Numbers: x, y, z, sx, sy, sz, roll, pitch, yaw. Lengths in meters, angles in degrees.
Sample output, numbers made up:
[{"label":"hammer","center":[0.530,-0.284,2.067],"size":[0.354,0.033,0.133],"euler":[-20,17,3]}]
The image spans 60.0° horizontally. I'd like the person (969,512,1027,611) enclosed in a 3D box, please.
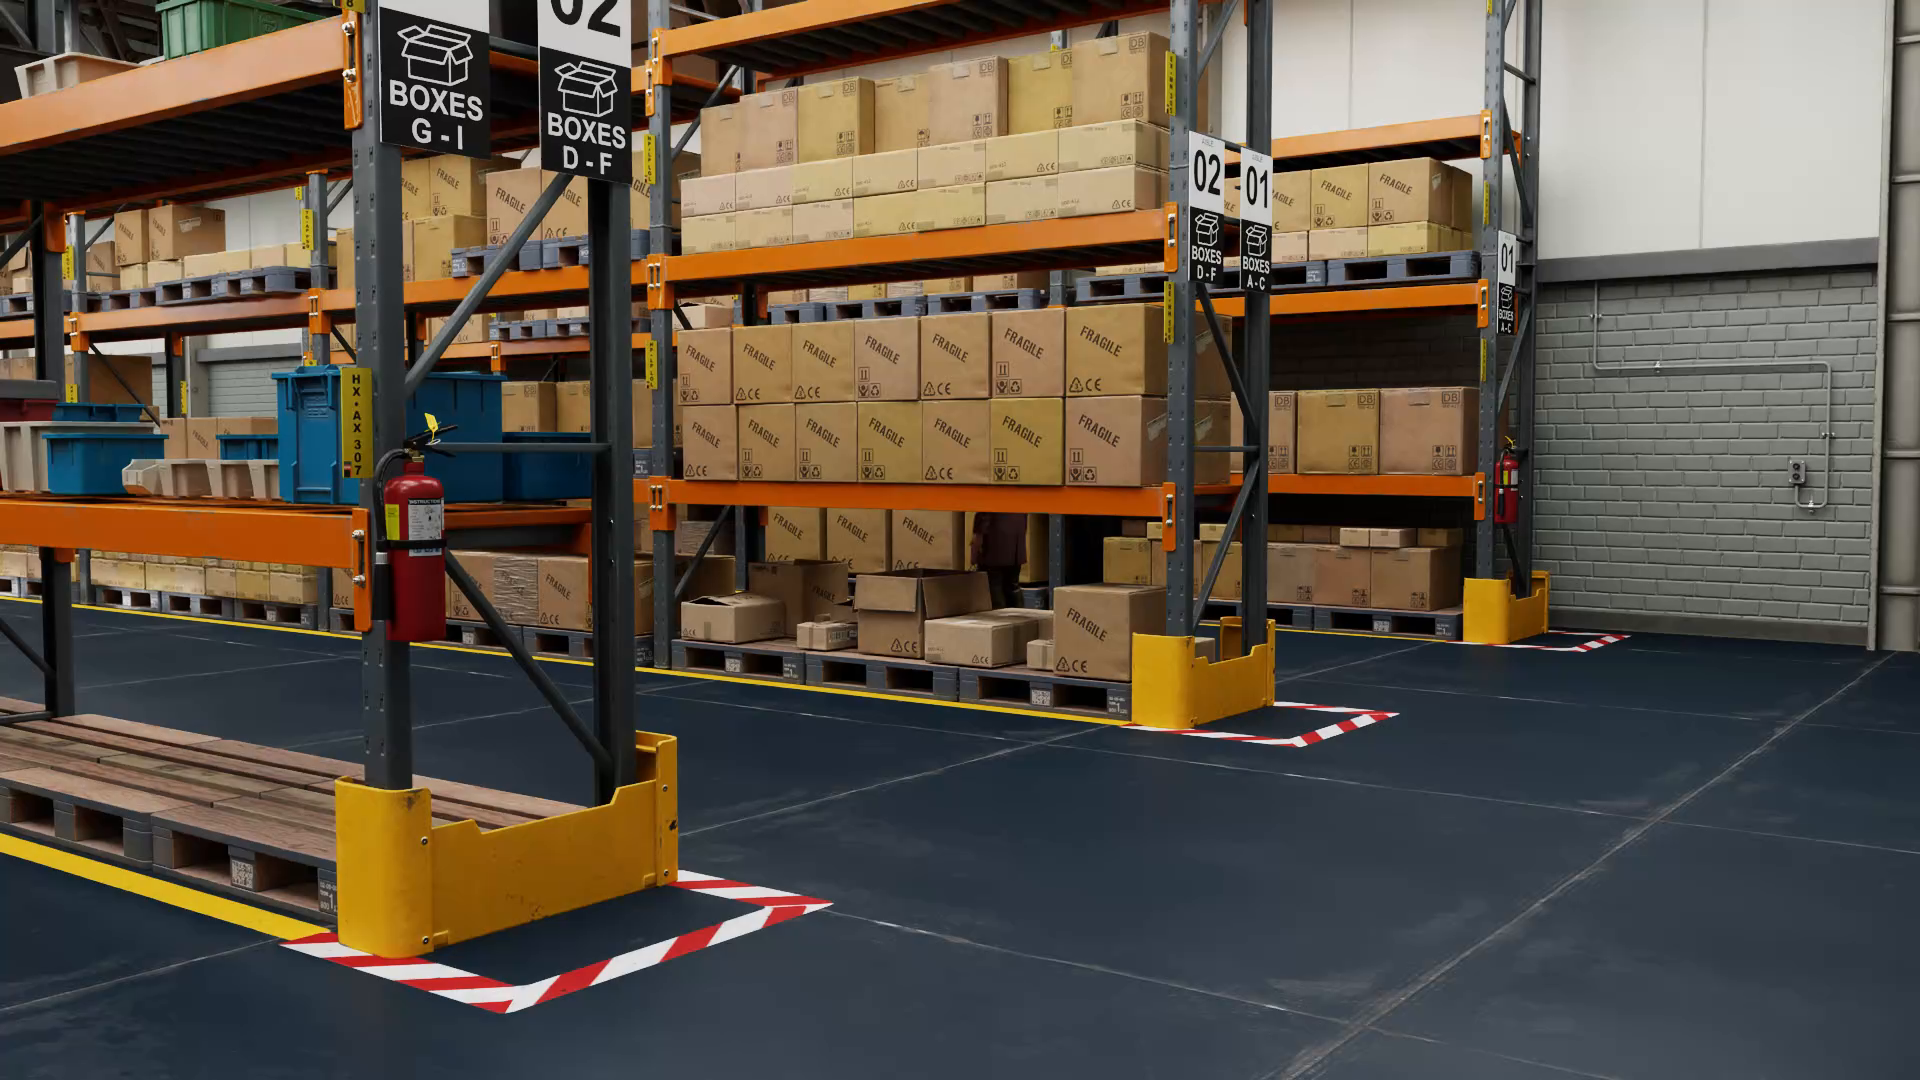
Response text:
[{"label":"person","center":[0.279,-0.038,12.143],"size":[0.377,1.774,0.562],"euler":[2,4,37]}]
